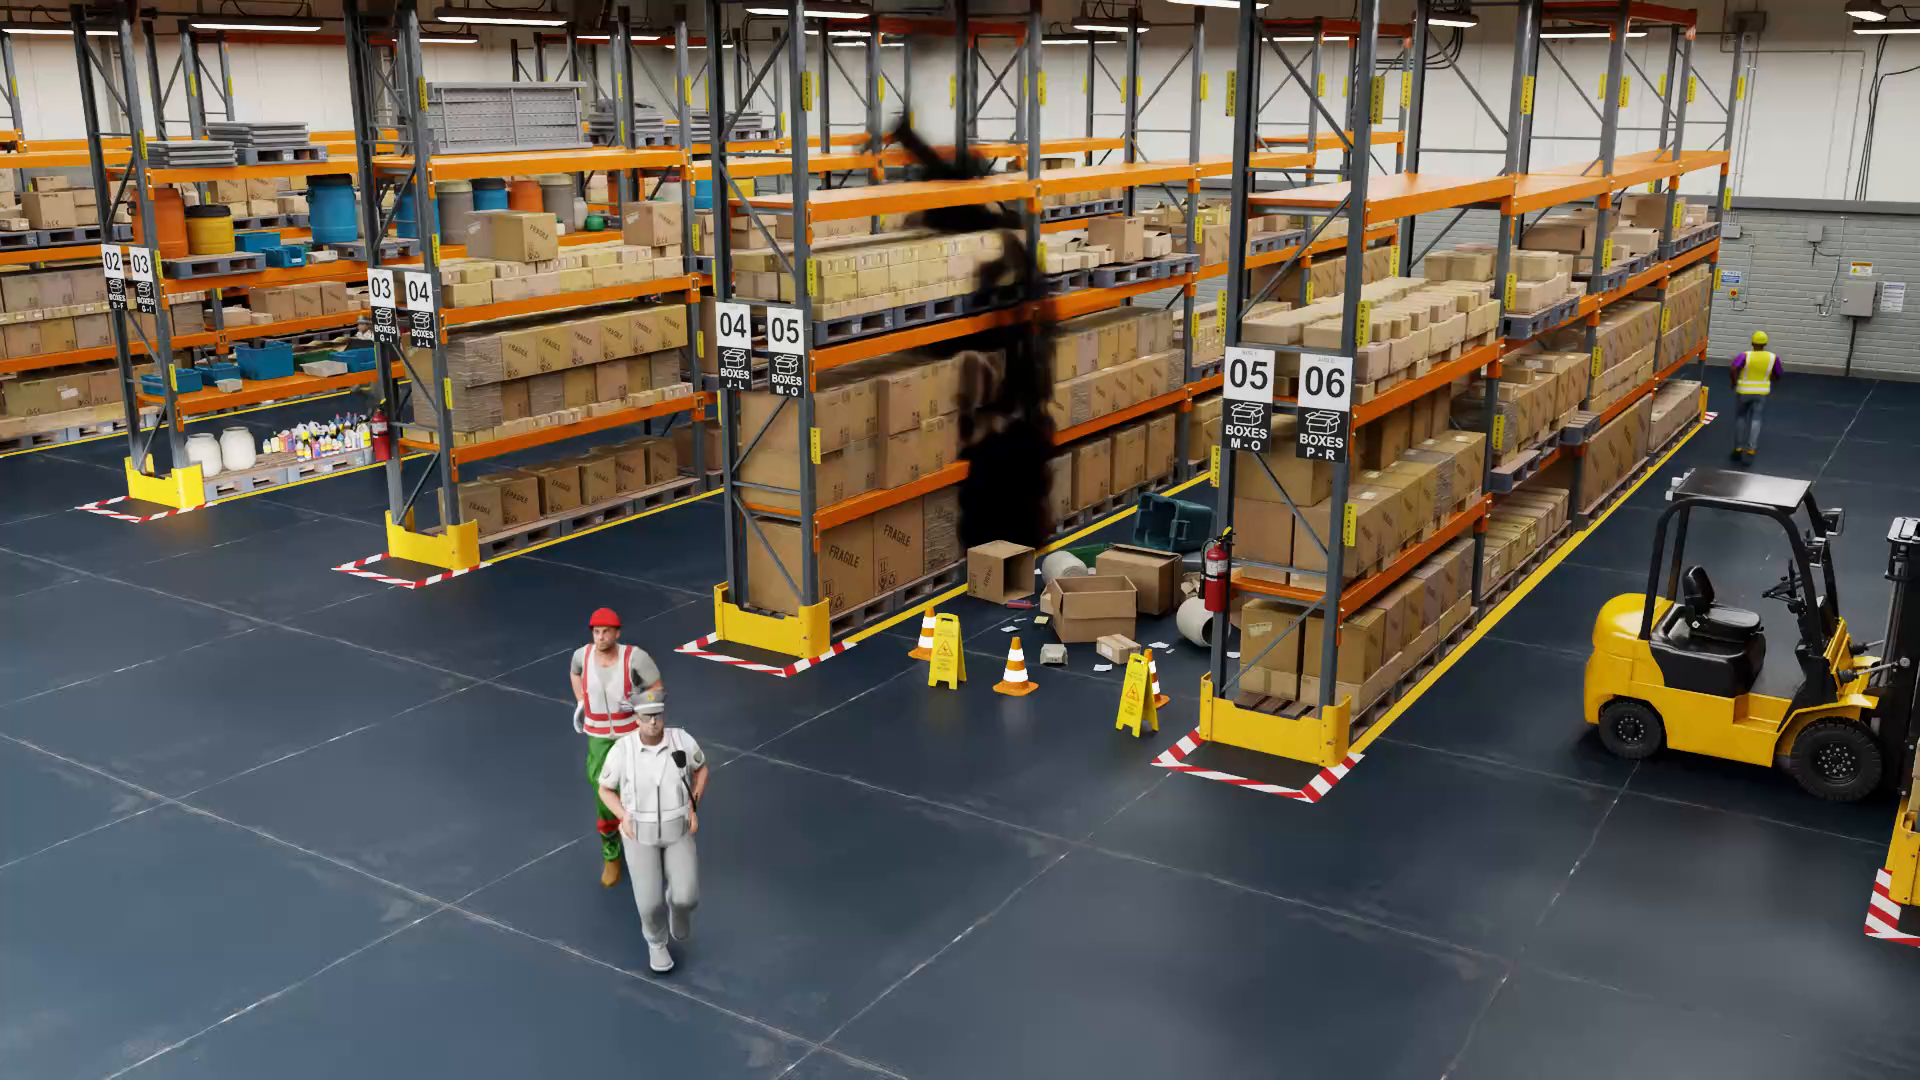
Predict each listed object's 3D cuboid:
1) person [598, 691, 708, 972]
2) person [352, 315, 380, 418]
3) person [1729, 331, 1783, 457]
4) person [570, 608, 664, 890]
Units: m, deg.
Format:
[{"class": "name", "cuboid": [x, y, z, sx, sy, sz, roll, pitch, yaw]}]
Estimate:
[{"class": "person", "cuboid": [-1.778, 1.716, 9.815, 0.658, 1.728, 0.578, -5, 16, -16]}, {"class": "person", "cuboid": [-9.154, -2.662, 25.649, 0.583, 1.646, 0.700, 5, 16, 18]}, {"class": "person", "cuboid": [10.979, -1.996, 23.041, 0.684, 1.809, 0.802, 6, 17, 21]}, {"class": "person", "cuboid": [-2.291, 1.309, 11.163, 0.628, 1.818, 0.908, -2, 16, -7]}]
